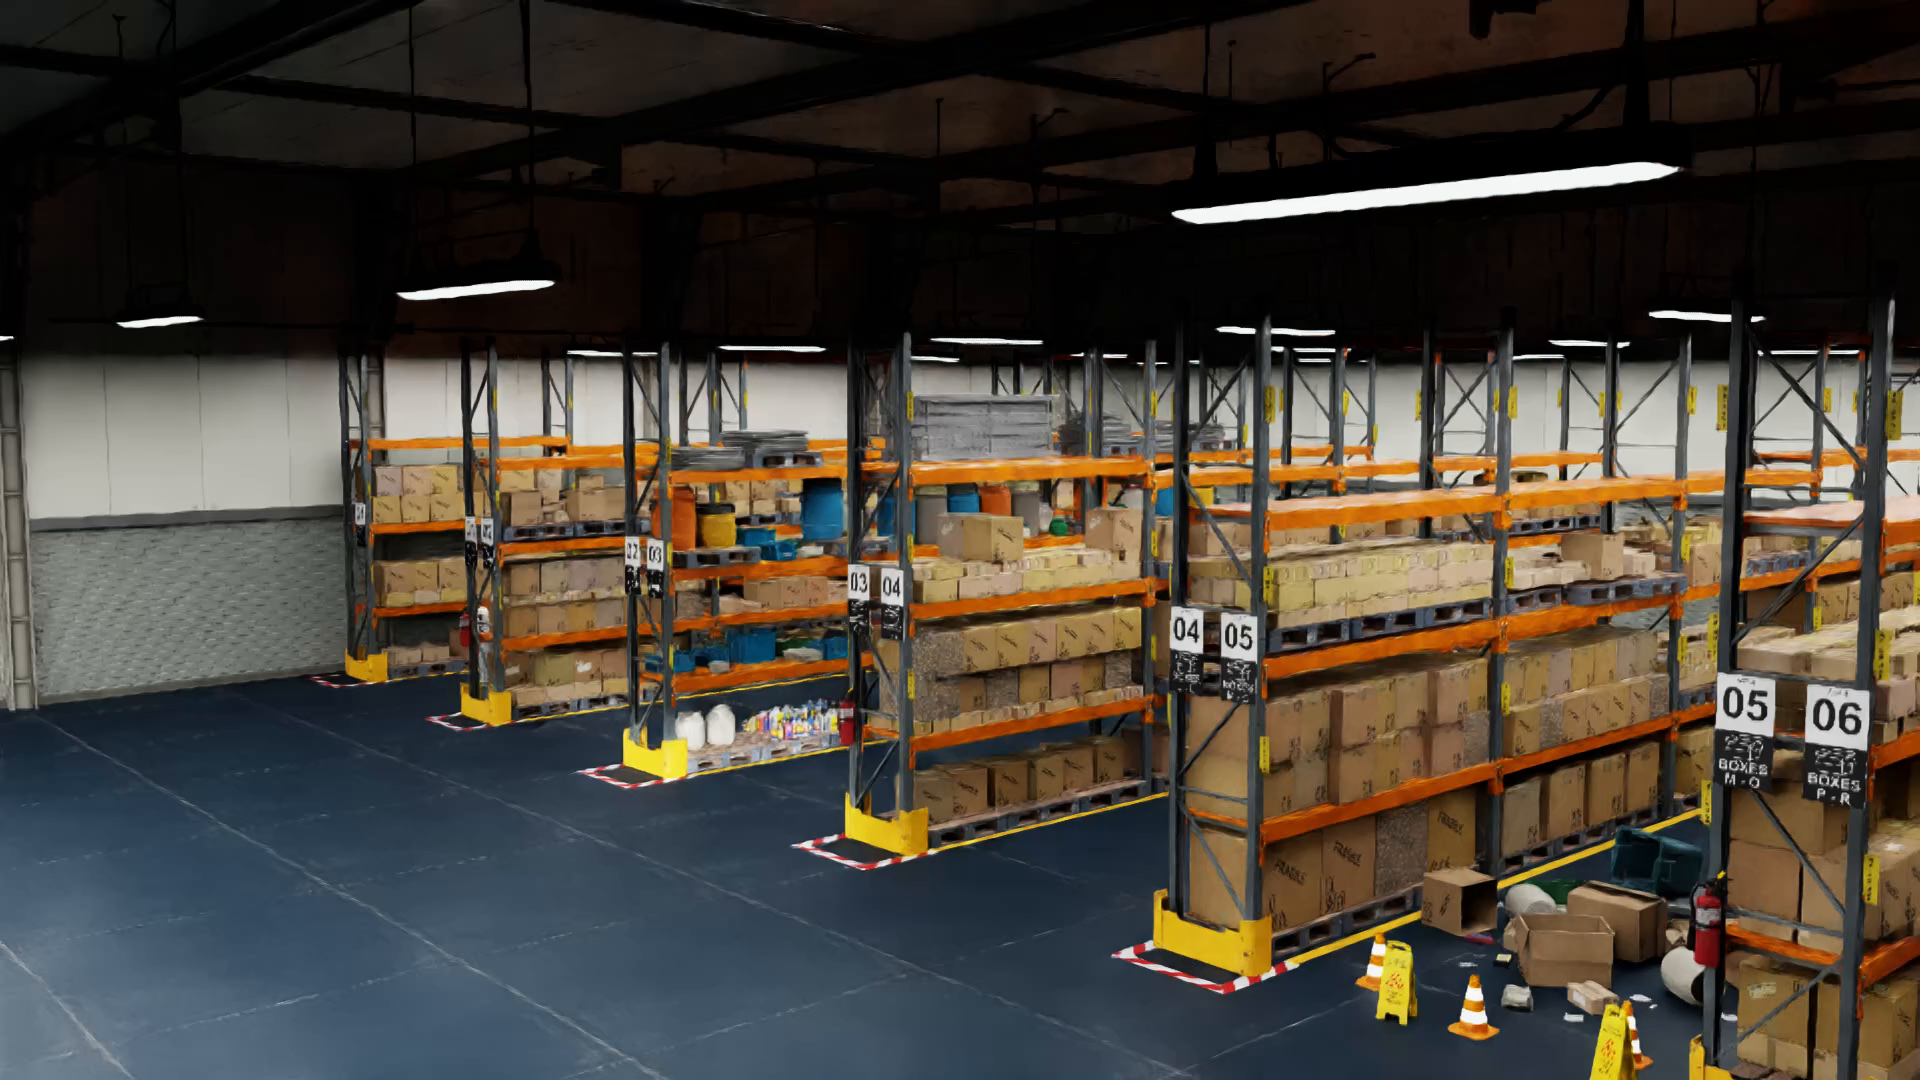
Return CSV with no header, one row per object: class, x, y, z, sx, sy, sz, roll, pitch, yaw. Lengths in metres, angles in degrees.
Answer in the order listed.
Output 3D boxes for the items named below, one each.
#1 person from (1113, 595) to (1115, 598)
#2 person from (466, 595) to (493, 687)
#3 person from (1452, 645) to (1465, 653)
person,3.020,1.552,30.783,0.549,1.735,0.702,-5,7,-43
person,-8.375,1.744,29.244,0.660,1.596,0.811,3,6,30
person,7.015,2.259,23.427,1.109,1.590,0.448,-4,7,-39
